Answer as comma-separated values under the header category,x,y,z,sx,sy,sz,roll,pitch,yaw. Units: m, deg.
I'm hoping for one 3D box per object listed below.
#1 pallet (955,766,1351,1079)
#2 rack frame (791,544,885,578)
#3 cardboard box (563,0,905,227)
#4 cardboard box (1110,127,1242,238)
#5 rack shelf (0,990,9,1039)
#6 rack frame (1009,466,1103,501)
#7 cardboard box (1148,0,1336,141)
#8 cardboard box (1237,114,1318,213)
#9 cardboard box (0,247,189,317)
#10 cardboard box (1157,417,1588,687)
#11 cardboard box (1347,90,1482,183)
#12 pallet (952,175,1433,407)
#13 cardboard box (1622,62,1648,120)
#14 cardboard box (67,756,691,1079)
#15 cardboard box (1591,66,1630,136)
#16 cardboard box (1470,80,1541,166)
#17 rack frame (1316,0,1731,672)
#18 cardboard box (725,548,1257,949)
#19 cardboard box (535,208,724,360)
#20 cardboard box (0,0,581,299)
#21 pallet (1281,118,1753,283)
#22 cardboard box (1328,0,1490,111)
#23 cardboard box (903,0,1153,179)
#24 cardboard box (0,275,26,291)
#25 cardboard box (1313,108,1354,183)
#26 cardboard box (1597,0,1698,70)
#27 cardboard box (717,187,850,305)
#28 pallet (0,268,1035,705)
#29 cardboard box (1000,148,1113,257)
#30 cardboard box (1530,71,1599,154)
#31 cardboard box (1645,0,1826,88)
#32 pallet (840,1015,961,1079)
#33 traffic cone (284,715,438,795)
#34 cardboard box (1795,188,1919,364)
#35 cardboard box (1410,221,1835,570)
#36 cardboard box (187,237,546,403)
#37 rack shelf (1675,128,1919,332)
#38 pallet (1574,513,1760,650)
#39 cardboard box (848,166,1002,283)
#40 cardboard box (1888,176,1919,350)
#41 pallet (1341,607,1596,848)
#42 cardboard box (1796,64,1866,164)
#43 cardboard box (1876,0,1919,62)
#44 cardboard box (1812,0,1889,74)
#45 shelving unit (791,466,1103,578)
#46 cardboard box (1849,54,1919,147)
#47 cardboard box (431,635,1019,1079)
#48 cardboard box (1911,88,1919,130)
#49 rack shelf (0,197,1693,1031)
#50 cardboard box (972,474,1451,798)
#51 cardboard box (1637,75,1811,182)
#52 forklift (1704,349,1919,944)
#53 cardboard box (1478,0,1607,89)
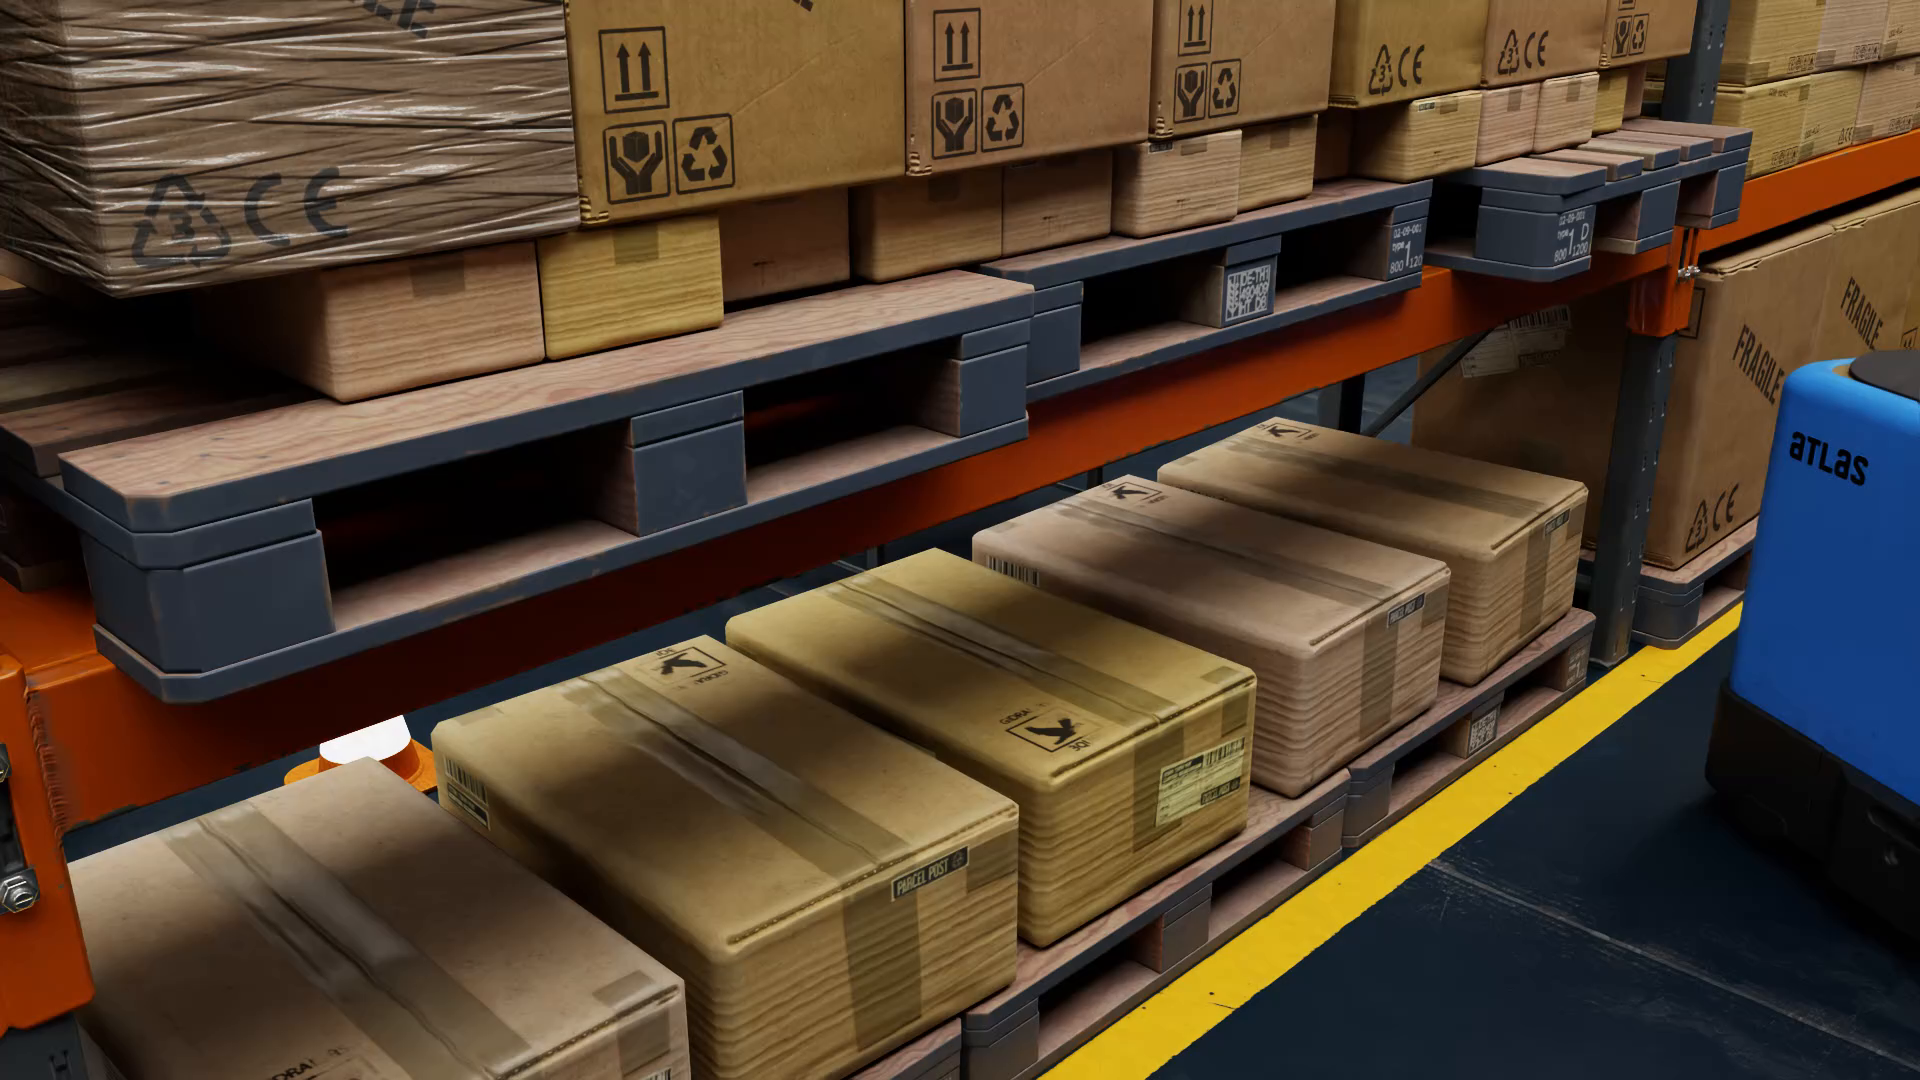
category,x,y,z,sx,sy,sz,roll,pitch,yaw
pallet,0.091,0.638,3.619,1.003,0.211,1.213,19,28,41
rack frame,-0.414,-0.547,4.908,0.500,1.500,0.032,19,28,41
cardboard box,-0.420,-0.707,2.093,0.500,0.500,0.500,19,28,41
cardboard box,0.239,-0.617,2.765,0.250,0.149,0.380,-19,28,-40
rack shelf,-2.697,0.702,0.569,1.077,0.370,4.000,19,28,41
rack frame,0.295,-0.809,5.588,0.500,1.500,0.032,19,28,41
cardboard box,0.285,-0.965,2.765,0.500,0.500,0.500,18,27,39
cardboard box,0.404,-0.693,2.962,0.380,0.149,0.250,18,27,39
cardboard box,-1.141,-0.428,2.271,0.250,0.149,0.380,-20,28,-41
cardboard box,1.087,-0.002,4.477,0.950,0.372,0.625,17,27,37
cardboard box,0.786,-0.811,3.269,0.250,0.149,0.380,-20,28,-41
pallet,0.137,-0.567,3.136,1.003,0.211,1.213,19,28,41
cardboard box,1.428,-1.111,4.050,0.250,0.149,0.380,-19,28,-40
cardboard box,-0.938,0.748,2.526,0.950,0.372,0.625,20,29,41
cardboard box,1.293,-1.024,3.823,0.250,0.149,0.380,-20,28,-41
cardboard box,0.968,-0.886,3.463,0.380,0.149,0.250,18,27,38
rack frame,1.489,-1.176,4.453,1.000,3.000,0.127,19,28,41
cardboard box,0.045,0.383,3.475,0.625,0.372,0.950,-19,28,-40
cardboard box,-0.509,-0.351,2.072,0.250,0.149,0.380,-19,28,-41
cardboard box,-0.769,-0.578,1.758,0.500,0.500,0.500,-19,28,-41
pallet,1.068,-0.876,3.941,1.213,0.211,1.003,19,28,41
cardboard box,0.667,-1.105,3.130,0.500,0.500,0.500,17,27,37
cardboard box,-0.066,-0.830,2.415,0.500,0.500,0.500,19,28,40
cardboard box,-3.875,-0.935,6.378,1.050,0.750,0.750,19,28,41
cardboard box,0.521,-0.778,3.183,0.380,0.149,0.250,20,28,41
cardboard box,1.371,-1.371,3.821,0.500,0.500,0.500,18,28,39
cardboard box,-0.366,-0.443,2.312,0.250,0.149,0.380,-18,27,-39
pallet,-0.664,-0.218,2.228,1.003,0.211,1.213,19,28,41
cardboard box,0.017,-0.562,2.621,0.380,0.149,0.250,20,28,41
cardboard box,1.150,-0.948,3.626,0.380,0.149,0.250,19,28,40
cardboard box,2.019,-1.408,4.568,0.500,0.250,0.500,19,28,40
pallet,-0.760,0.954,2.799,1.003,0.211,1.213,19,28,41
traffic cone,-1.440,0.367,3.973,0.336,0.463,0.334,19,28,41
cardboard box,2.655,-0.765,5.760,0.875,0.875,0.875,20,29,41
cardboard box,2.030,-0.537,5.166,0.875,0.875,0.875,19,28,40
cardboard box,-0.690,-0.289,1.911,0.250,0.149,0.380,-20,28,-41
rack shelf,2.884,-1.354,5.919,1.077,0.370,4.000,19,28,41
pallet,2.093,-0.058,5.431,1.003,0.211,1.213,19,28,41
cardboard box,-0.157,-0.499,2.456,0.250,0.149,0.380,-20,28,-41
cardboard box,3.279,-0.995,6.358,0.875,0.875,0.875,-19,28,-40
pallet,0.942,0.326,4.431,1.003,0.211,1.213,19,28,41
cardboard box,2.356,-1.305,4.998,0.500,0.250,0.500,18,28,39
cardboard box,2.737,-1.665,5.238,0.500,0.250,0.500,19,28,40
cardboard box,2.380,-1.540,4.913,0.500,0.250,0.500,-19,28,-41
shelving unit,-0.059,-0.678,5.248,0.538,1.500,1.048,19,28,41
cardboard box,2.726,-1.438,5.345,0.500,0.250,0.500,-19,28,-40
cardboard box,-0.439,0.562,3.009,0.625,0.372,0.950,-18,27,-39
cardboard box,3.068,-1.566,5.677,0.500,0.250,0.500,19,28,41
rack shelf,0.093,-0.326,3.244,1.077,0.370,4.000,19,28,41
cardboard box,0.578,0.189,3.979,0.950,0.372,0.625,19,28,40
cardboard box,2.010,-1.169,4.643,0.500,0.250,0.500,19,28,40
forklift,2.658,-0.290,2.245,1.130,2.935,3.031,-6,22,-15
cardboard box,1.018,-1.235,3.468,0.500,0.500,0.500,19,28,40
